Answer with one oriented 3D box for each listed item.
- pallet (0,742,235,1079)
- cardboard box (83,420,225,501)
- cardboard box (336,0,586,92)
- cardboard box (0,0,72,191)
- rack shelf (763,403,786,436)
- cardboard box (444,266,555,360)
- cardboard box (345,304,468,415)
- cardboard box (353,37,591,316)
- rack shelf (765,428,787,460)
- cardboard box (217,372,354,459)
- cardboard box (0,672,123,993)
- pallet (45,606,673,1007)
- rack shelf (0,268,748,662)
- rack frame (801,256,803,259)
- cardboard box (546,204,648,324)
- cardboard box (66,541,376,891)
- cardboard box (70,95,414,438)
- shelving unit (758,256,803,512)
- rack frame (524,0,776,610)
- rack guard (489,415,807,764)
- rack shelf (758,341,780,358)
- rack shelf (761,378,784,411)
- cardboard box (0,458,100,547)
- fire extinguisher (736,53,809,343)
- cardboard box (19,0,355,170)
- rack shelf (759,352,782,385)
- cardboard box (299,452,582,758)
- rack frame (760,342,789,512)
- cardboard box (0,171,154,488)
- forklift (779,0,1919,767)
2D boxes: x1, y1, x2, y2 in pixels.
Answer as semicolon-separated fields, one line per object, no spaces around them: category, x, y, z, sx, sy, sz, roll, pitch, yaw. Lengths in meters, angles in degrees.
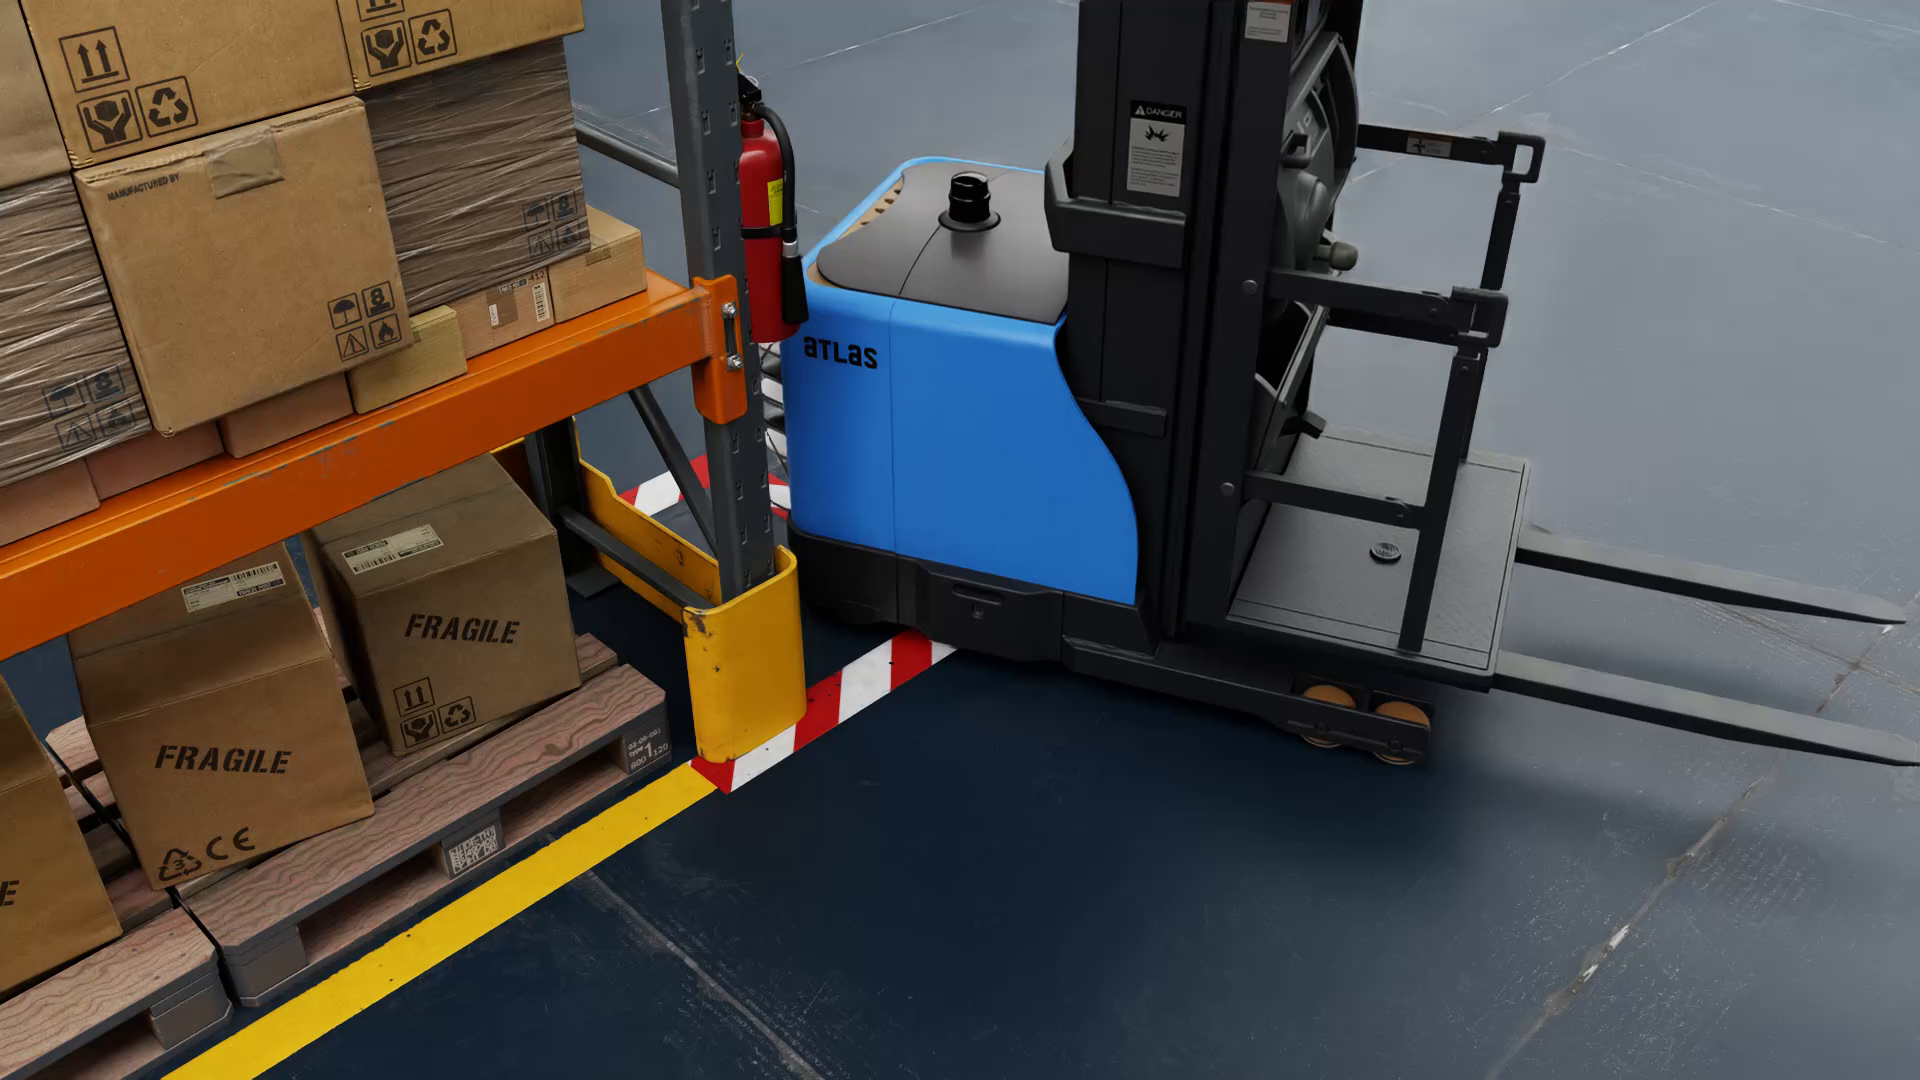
pallet;-2.387;1.024;3.598;1.003;0.211;1.213;30;45;35
cardboard box;-1.639;-0.254;3.212;0.380;0.149;0.250;30;45;35
cardboard box;-1.088;-1.210;3.141;0.500;0.500;0.500;30;45;35
cardboard box;-1.791;-0.802;2.557;0.500;0.500;0.500;30;45;35
rack shelf;-0.504;-0.367;5.205;0.258;0.077;0.200;26;43;32
cardboard box;-1.107;-0.556;3.645;0.380;0.149;0.250;30;45;35
cardboard box;-1.247;-0.434;3.470;0.380;0.149;0.250;30;45;35
cardboard box;-1.283;-0.910;3.585;0.875;0.500;0.500;30;45;35
rack shelf;-0.504;-0.293;5.256;0.258;0.077;0.200;26;43;32
cardboard box;-1.434;-0.339;3.333;0.380;0.149;0.250;30;45;35
cardboard box;-2.179;0.643;3.523;0.500;0.500;0.500;-25;42;-32
pallet;-1.527;0.531;4.304;1.003;0.211;1.213;30;45;35
rack shelf;-2.285;0.148;3.045;1.077;0.370;4.000;30;45;35
rack frame;-0.438;-0.512;5.198;0.240;0.900;0.006;26;43;32
cardboard box;-0.930;-0.657;3.790;0.380;0.149;0.250;30;45;35
cardboard box;-1.725;0.397;3.877;0.500;0.500;0.500;-18;39;-24
cardboard box;-1.550;-0.659;3.225;0.875;0.500;0.500;30;45;35
shelving unit;-0.504;-0.468;5.134;0.258;0.900;0.210;26;43;32
rack frame;-0.876;-0.959;4.003;1.000;3.000;0.127;30;45;35
rack guard;-0.930;0.097;4.674;1.175;0.500;0.348;30;45;35
rack shelf;-0.504;-0.588;5.050;0.258;0.077;0.200;26;43;32
rack shelf;-0.504;-0.441;5.153;0.258;0.077;0.200;26;43;32
cardboard box;-1.799;-0.143;3.053;0.380;0.149;0.250;30;45;35
fire extinguisher;-0.468;-0.788;3.826;0.296;0.674;0.183;30;45;35
cardboard box;-1.436;-1.004;2.846;0.500;0.500;0.500;30;45;35
rack shelf;-0.504;-0.514;5.102;0.258;0.077;0.200;26;43;32
cardboard box;-1.328;0.140;4.245;0.500;0.500;0.500;-21;40;-28
rack frame;-0.570;-0.424;5.071;0.240;0.900;0.006;26;43;32
cardboard box;-1.933;-0.473;2.959;0.875;0.500;0.500;30;45;35
forklift;1.070;-0.953;4.054;3.031;2.935;1.130;12;37;17
